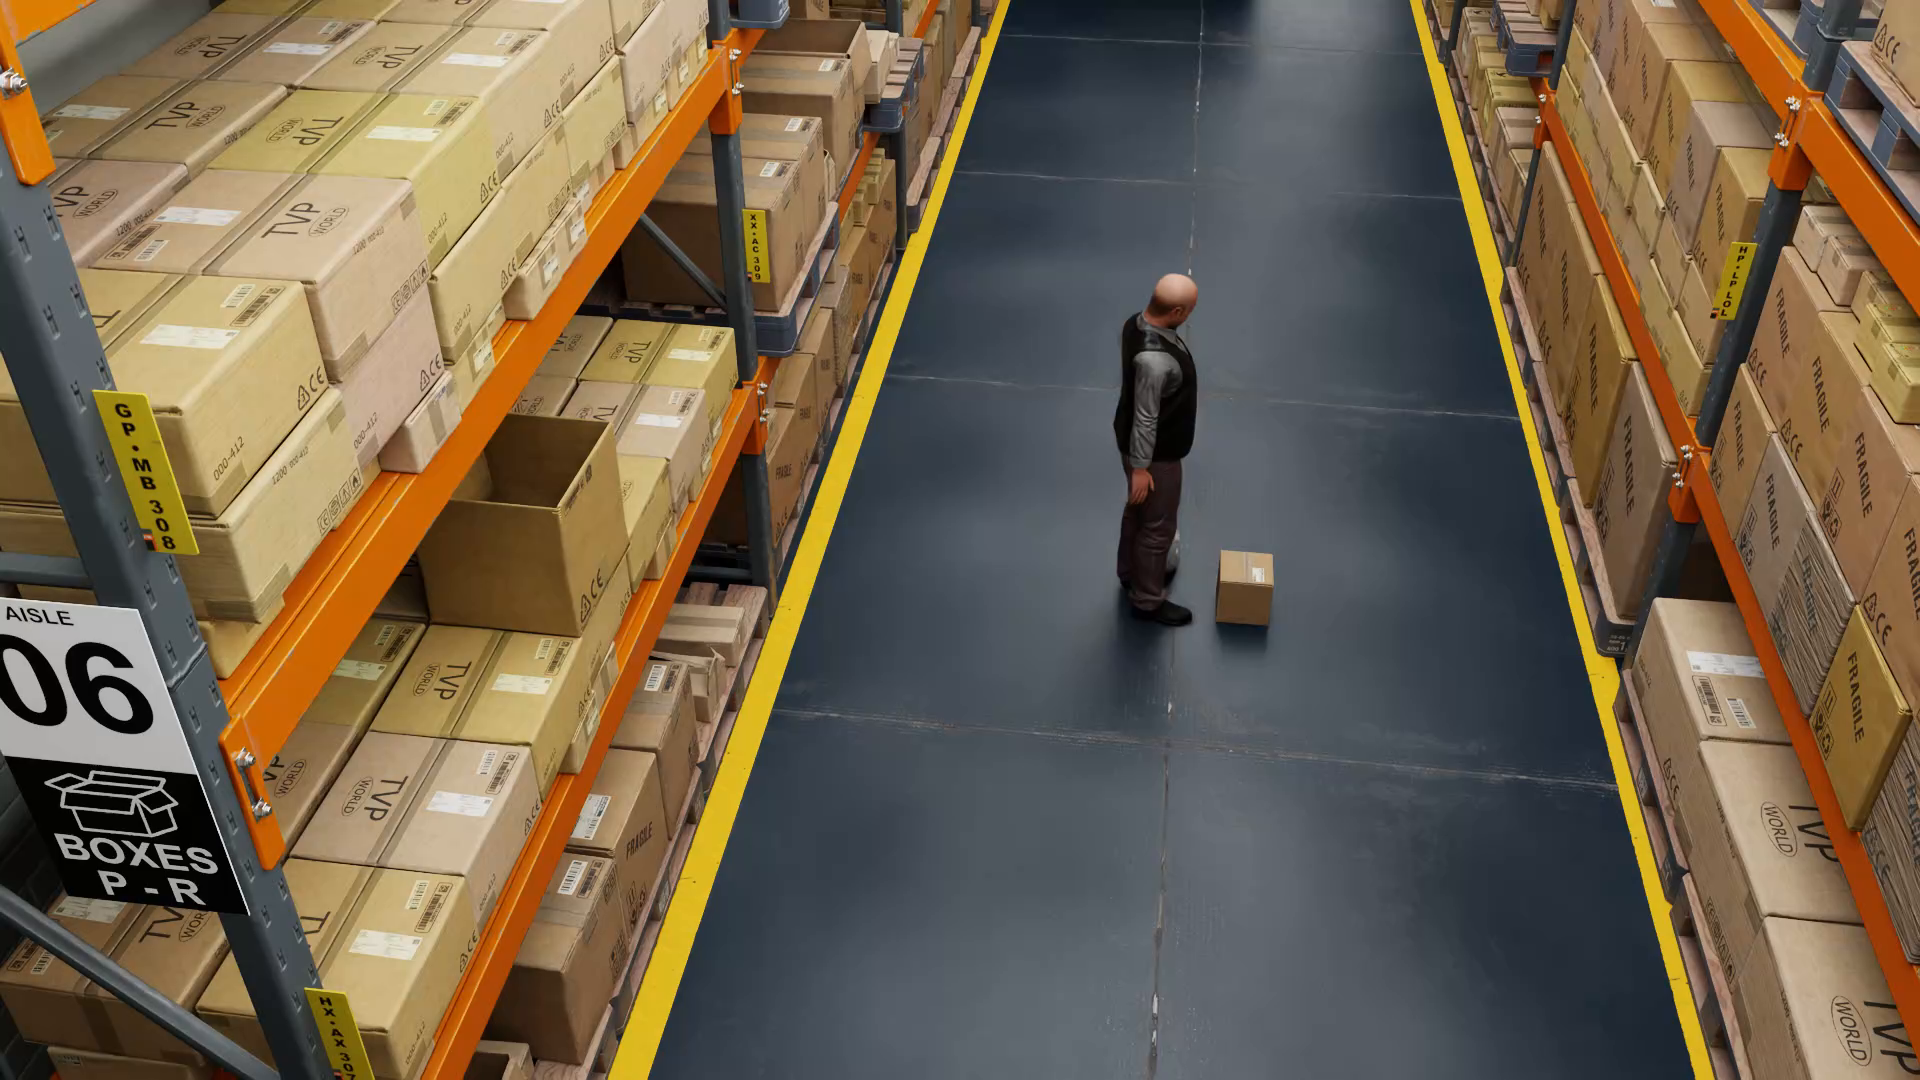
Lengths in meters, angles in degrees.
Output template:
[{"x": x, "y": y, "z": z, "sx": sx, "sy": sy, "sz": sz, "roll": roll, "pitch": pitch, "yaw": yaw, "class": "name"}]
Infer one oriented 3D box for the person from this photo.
[{"x": 0.910, "y": -0.427, "z": 7.639, "sx": 0.408, "sy": 1.743, "sz": 0.645, "roll": -1, "pitch": 36, "yaw": -1, "class": "person"}]
